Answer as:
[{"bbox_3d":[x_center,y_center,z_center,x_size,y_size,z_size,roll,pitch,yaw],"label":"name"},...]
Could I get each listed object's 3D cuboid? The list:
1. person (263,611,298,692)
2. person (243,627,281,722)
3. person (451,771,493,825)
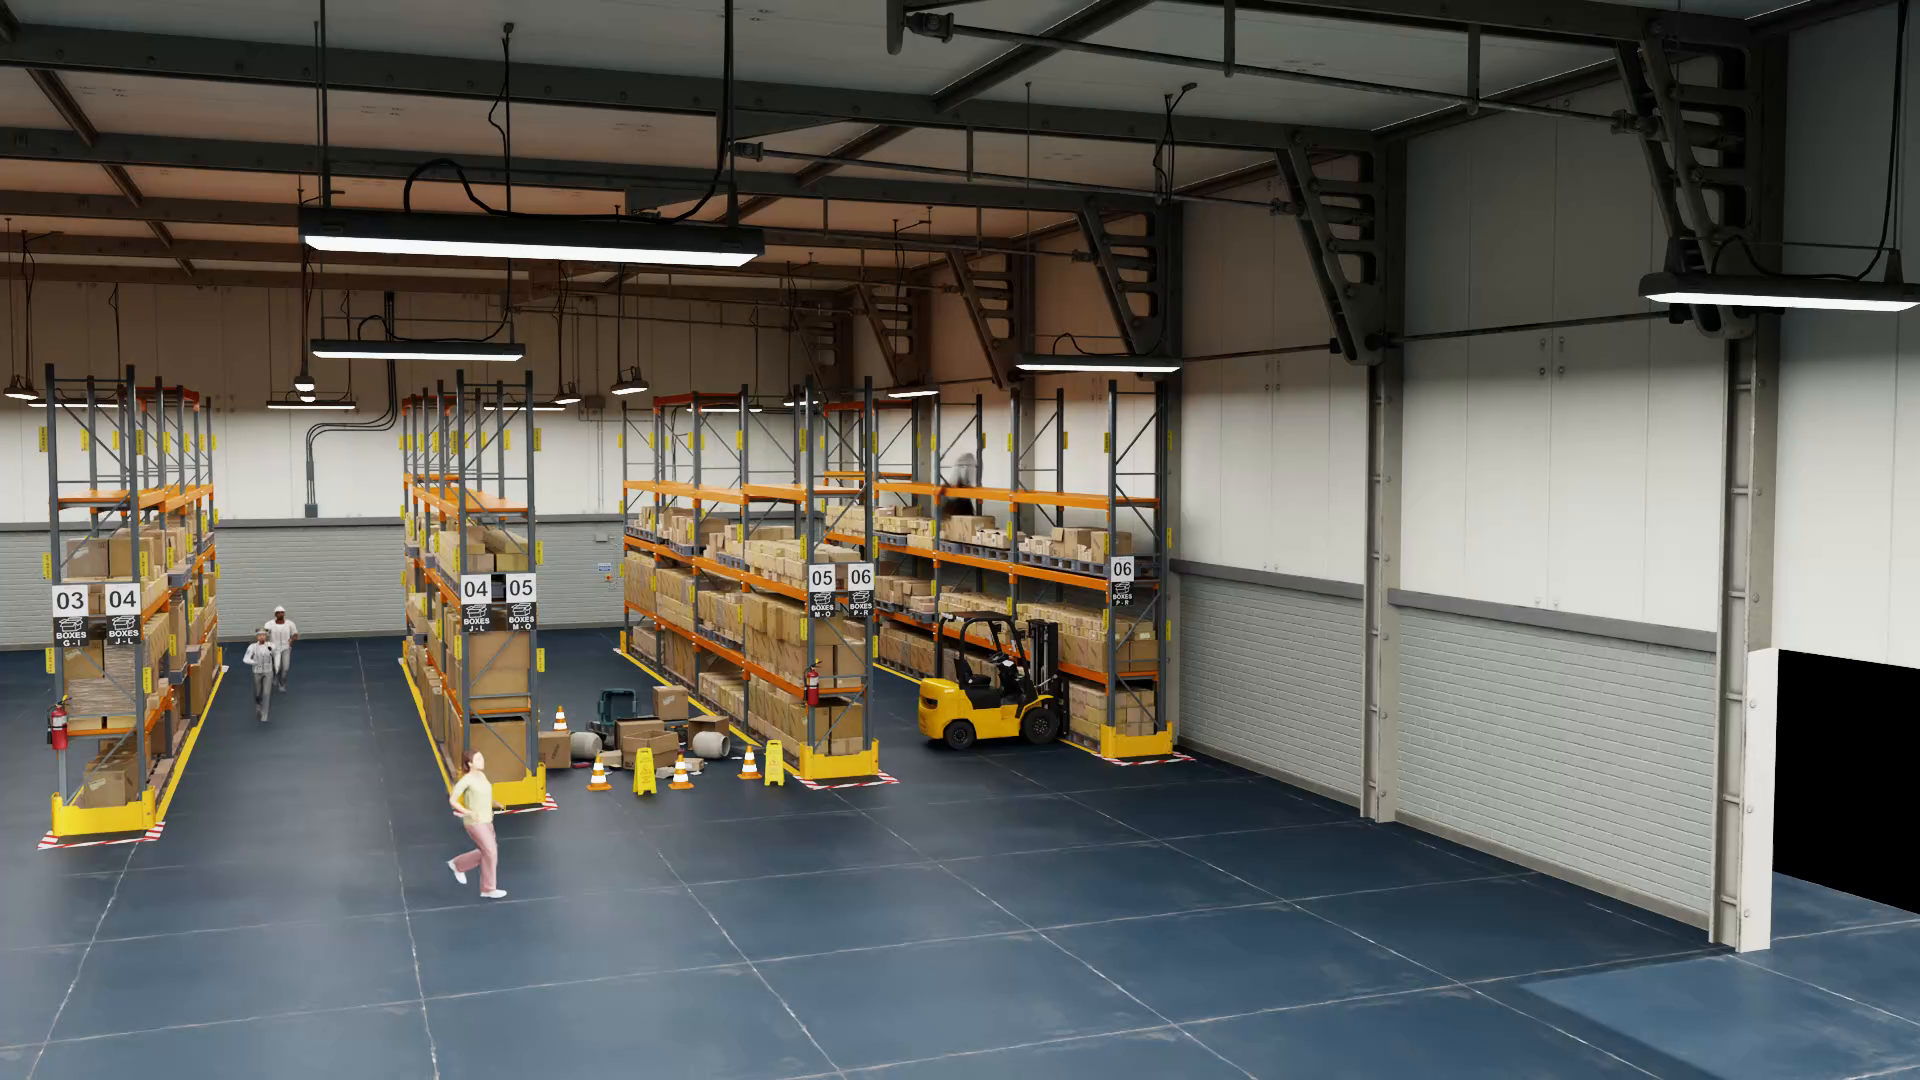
[{"bbox_3d":[-13.644,2.211,33.381,0.699,1.685,0.580,-2,4,-30],"label":"person"},{"bbox_3d":[-12.584,2.401,30.004,0.627,1.670,0.824,-2,4,-24],"label":"person"},{"bbox_3d":[-5.333,2.831,18.307,0.323,0.558,0.545,1,3,16],"label":"person"}]
